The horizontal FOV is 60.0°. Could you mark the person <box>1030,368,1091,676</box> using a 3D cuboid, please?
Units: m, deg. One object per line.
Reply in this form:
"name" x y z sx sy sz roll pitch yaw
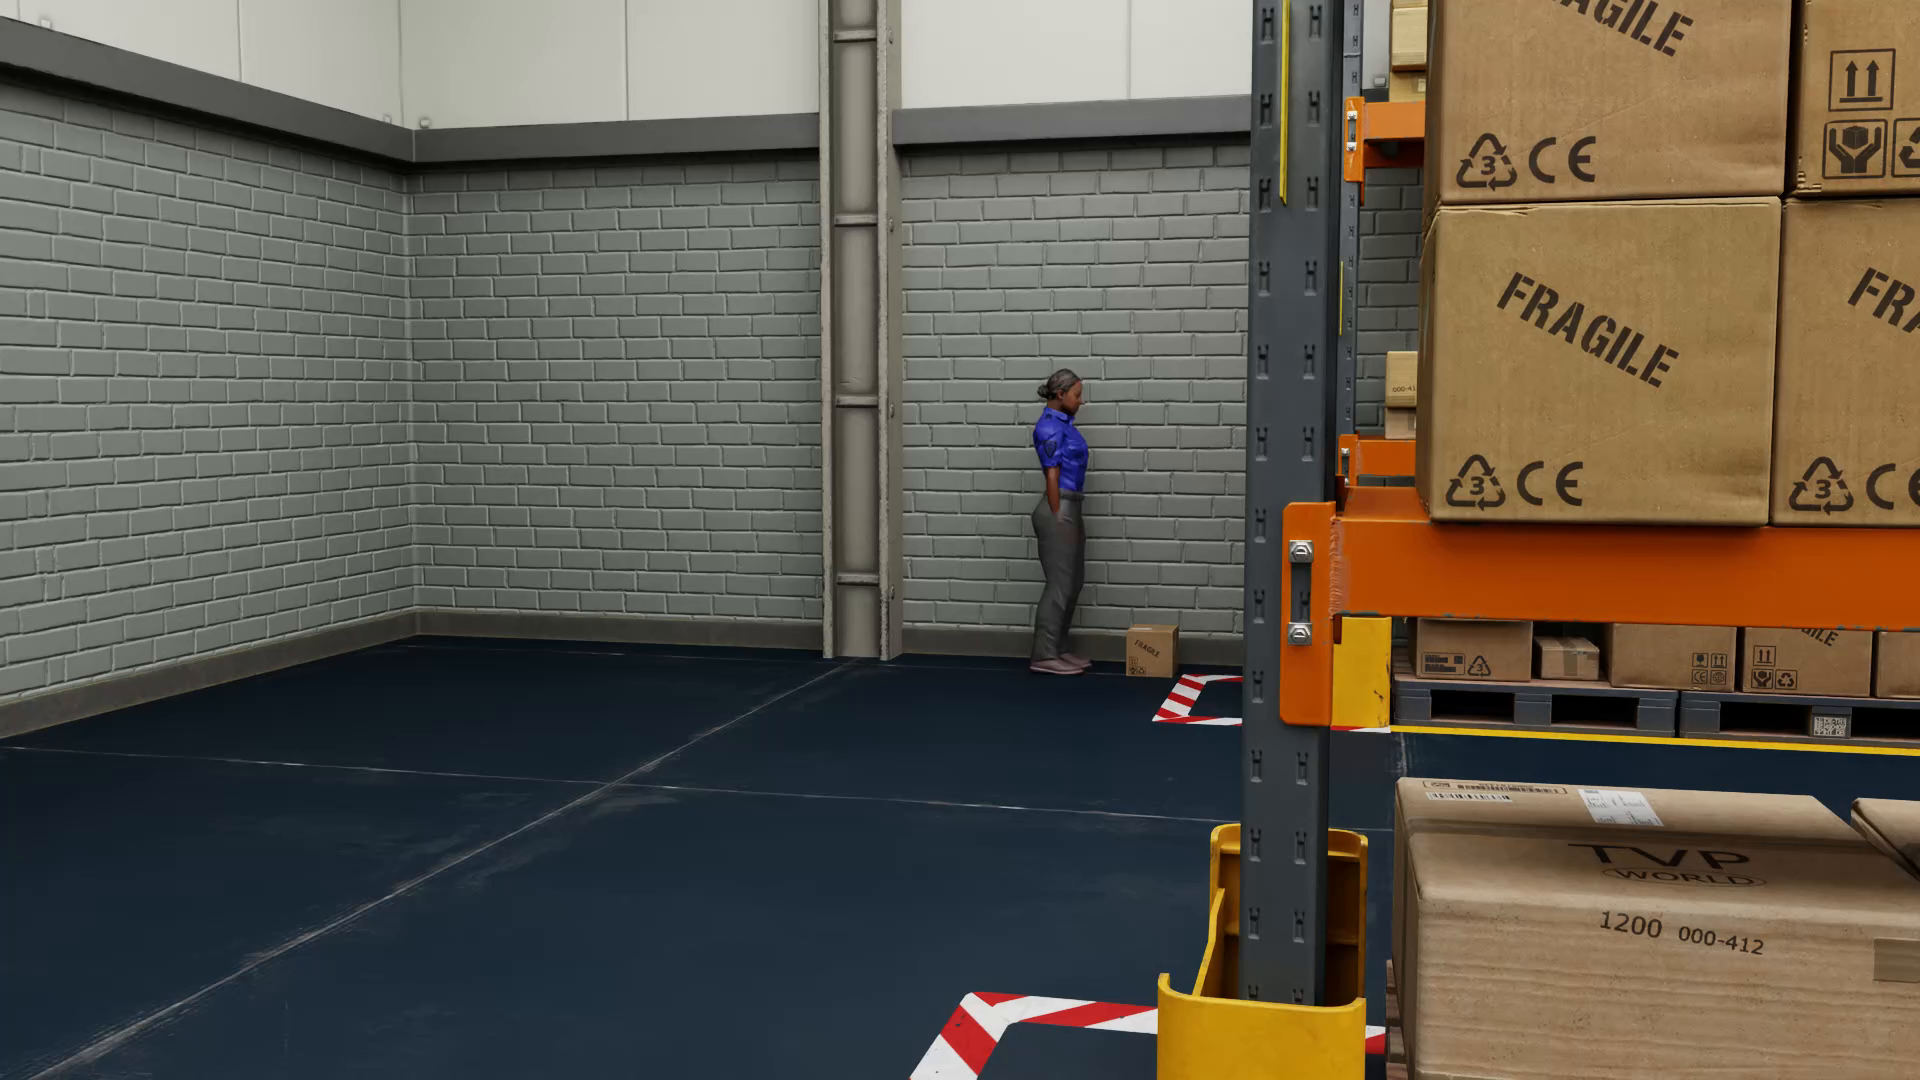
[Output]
"person" 0.558 -0.106 9.082 0.299 1.655 0.438 1 5 14
